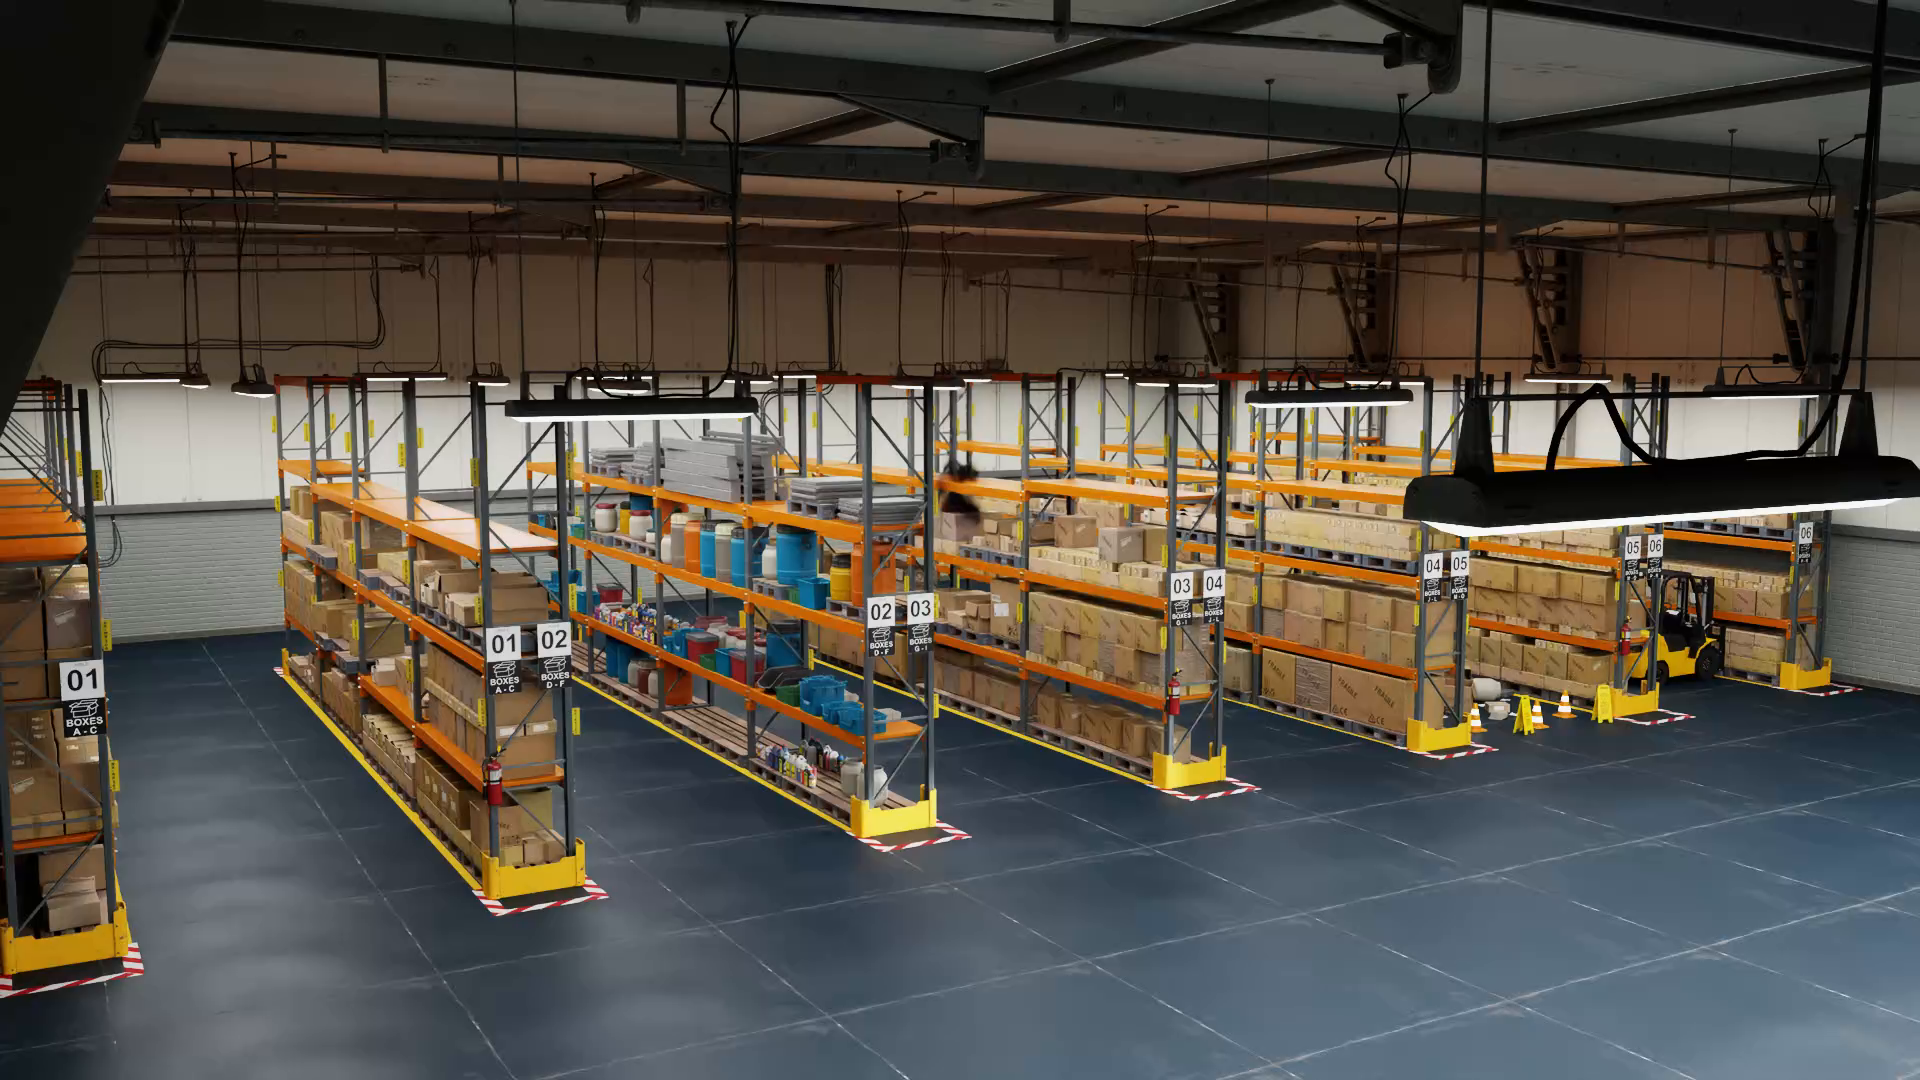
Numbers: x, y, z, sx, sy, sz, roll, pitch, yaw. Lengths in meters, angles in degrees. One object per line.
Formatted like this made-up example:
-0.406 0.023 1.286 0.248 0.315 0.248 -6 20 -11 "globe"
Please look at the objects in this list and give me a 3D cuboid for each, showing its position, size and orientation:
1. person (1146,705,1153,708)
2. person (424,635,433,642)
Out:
3.588 2.233 29.792 0.576 1.727 0.714 -5 8 -40 "person"
-10.508 1.884 33.093 0.897 1.715 0.566 6 9 43 "person"
